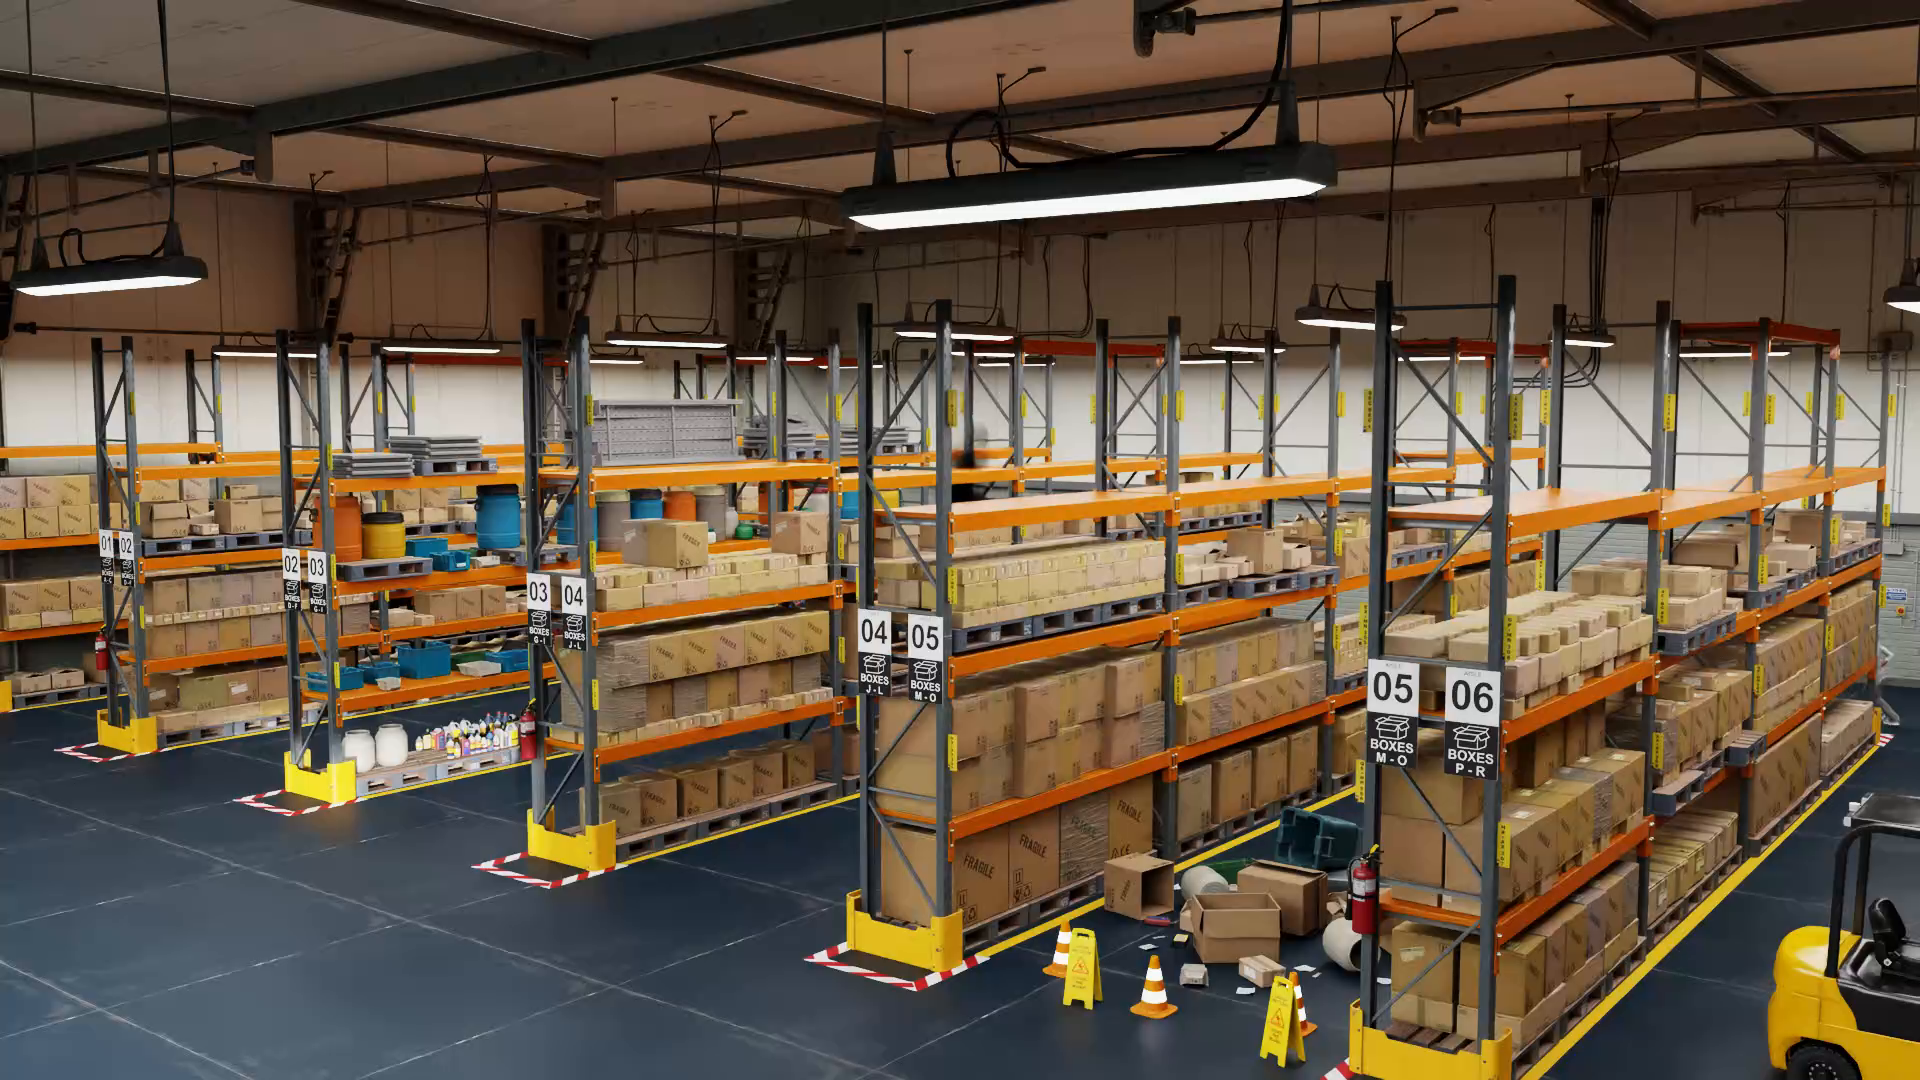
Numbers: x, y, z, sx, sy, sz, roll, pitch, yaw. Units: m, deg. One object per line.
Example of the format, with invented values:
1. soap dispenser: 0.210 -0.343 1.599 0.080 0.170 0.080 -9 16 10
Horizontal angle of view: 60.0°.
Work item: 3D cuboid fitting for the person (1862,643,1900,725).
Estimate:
1. person: 14.279 2.145 25.917 0.697 1.497 0.629 -3 6 -33
